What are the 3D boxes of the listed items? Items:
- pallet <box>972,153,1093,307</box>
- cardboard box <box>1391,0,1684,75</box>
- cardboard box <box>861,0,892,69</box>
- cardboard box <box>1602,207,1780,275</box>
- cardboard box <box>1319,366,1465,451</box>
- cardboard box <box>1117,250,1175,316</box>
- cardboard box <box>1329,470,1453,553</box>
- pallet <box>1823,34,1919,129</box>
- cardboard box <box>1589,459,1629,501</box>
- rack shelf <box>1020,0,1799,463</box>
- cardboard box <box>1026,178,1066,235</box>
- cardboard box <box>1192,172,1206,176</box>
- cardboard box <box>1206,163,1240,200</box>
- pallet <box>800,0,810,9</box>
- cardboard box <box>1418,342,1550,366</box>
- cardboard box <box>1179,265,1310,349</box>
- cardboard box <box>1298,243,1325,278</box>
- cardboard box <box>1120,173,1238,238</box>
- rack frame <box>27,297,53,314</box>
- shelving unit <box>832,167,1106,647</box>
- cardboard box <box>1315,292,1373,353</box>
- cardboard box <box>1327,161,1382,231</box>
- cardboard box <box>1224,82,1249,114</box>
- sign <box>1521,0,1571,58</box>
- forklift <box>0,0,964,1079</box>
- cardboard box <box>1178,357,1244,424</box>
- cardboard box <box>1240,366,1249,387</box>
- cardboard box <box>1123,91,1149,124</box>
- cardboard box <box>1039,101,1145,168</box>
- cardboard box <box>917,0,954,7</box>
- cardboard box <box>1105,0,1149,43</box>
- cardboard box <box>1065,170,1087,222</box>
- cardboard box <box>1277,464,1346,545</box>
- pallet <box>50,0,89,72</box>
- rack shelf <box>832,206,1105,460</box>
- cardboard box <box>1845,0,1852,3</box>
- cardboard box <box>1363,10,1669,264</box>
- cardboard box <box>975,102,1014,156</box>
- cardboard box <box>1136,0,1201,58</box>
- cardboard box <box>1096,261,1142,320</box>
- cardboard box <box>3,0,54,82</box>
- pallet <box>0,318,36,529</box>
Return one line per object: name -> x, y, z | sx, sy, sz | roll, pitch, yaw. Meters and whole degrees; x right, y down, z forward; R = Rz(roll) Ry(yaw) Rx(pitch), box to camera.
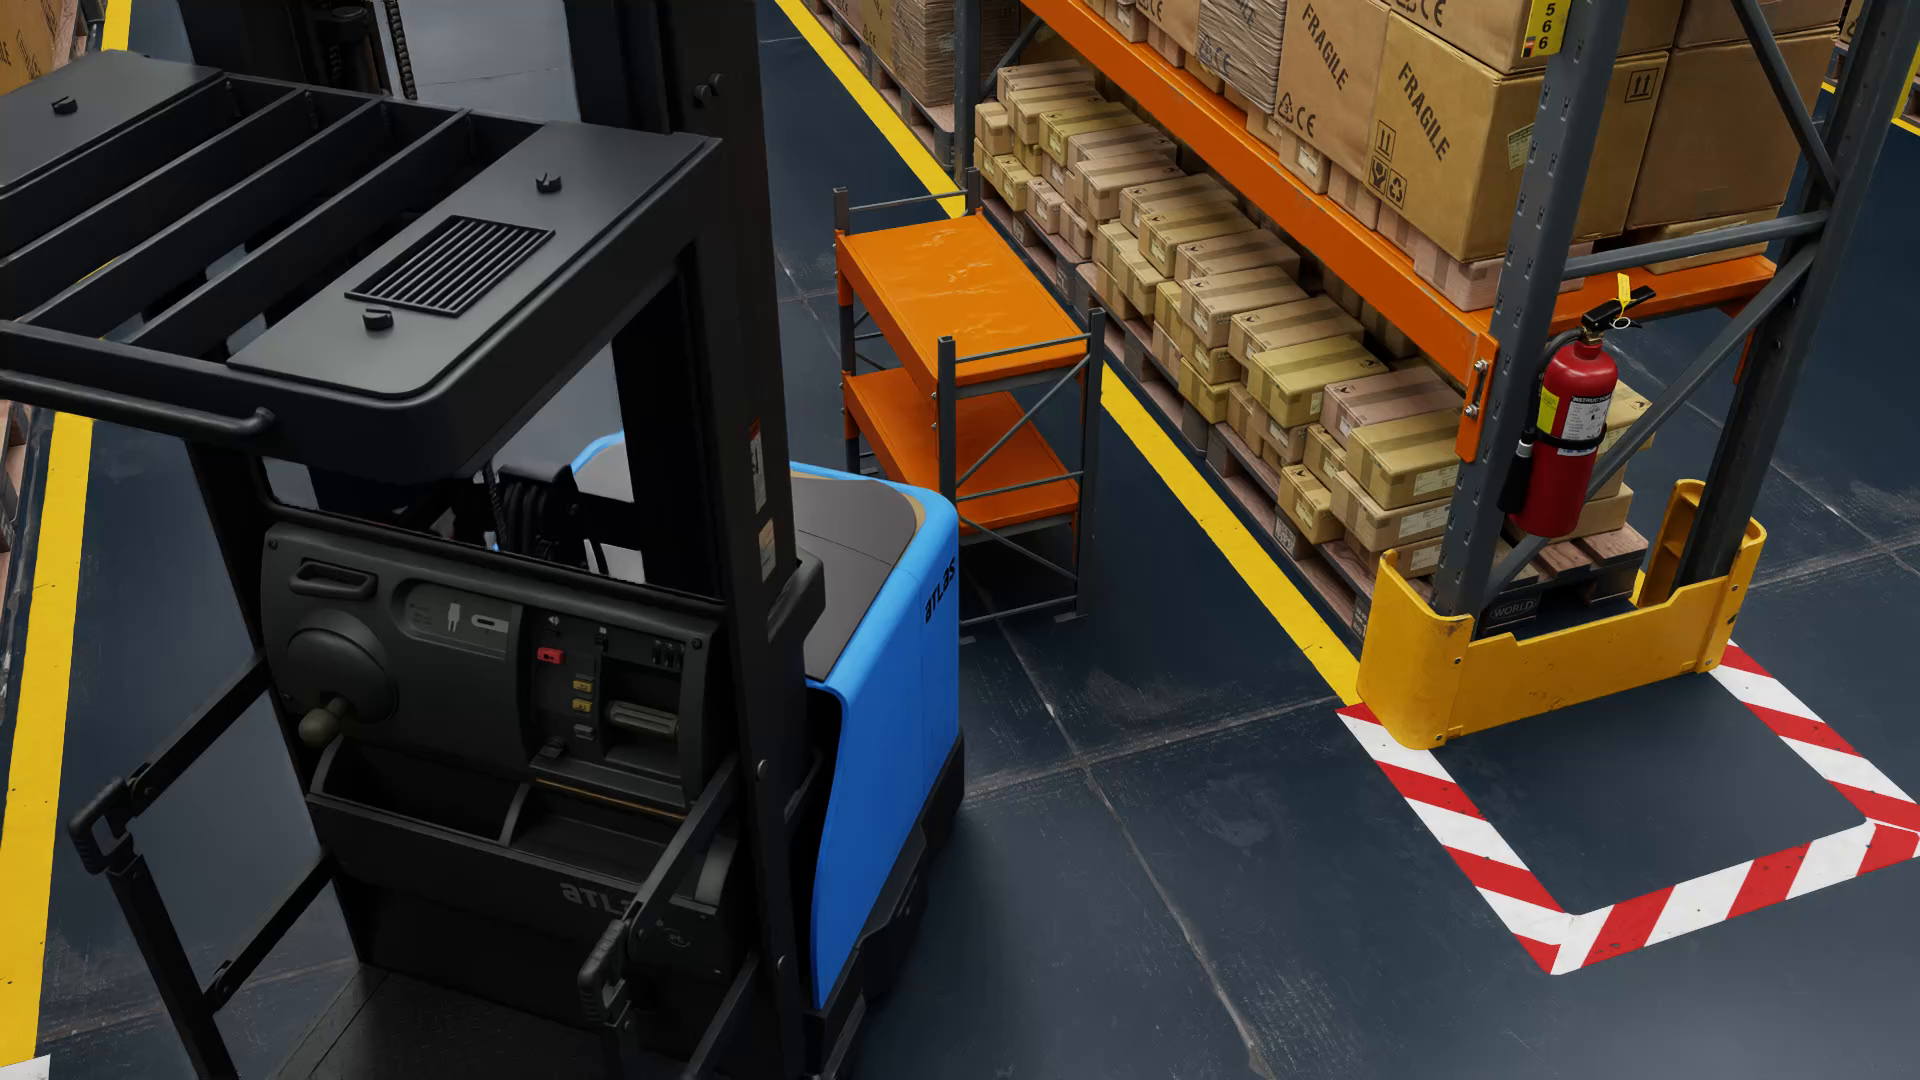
pallet -> 0.726, -1.513, 7.583 | 1.003, 0.211, 1.213 | -12, 39, -16
cardboard box -> 1.447, -1.504, 4.092 | 0.500, 0.500, 0.500 | -13, 39, -17
cardboard box -> -0.206, -2.824, 8.734 | 0.500, 0.500, 0.500 | -13, 39, -17
cardboard box -> 2.034, -0.889, 4.647 | 0.380, 0.149, 0.250 | -13, 39, -16
cardboard box -> 1.385, -0.406, 5.322 | 0.380, 0.149, 0.250 | -12, 39, -15
cardboard box -> 0.826, -1.007, 6.367 | 0.380, 0.149, 0.250 | -12, 39, -15
cardboard box -> 1.389, -0.126, 5.197 | 0.380, 0.149, 0.250 | -13, 39, -17
pallet -> 5.342, -2.409, 8.772 | 1.003, 0.211, 1.213 | -12, 39, -16
cardboard box -> 1.899, -0.236, 5.343 | 0.380, 0.149, 0.250 | -11, 38, -14
rack shelf -> 1.150, -1.581, 5.954 | 1.077, 0.370, 4.000 | -12, 39, -16
cardboard box -> 0.511, -1.475, 7.236 | 0.380, 0.149, 0.250 | -13, 39, -16
cardboard box -> 1.182, -1.434, 6.934 | 0.380, 0.149, 0.250 | -12, 38, -15
cardboard box -> 1.242, -1.546, 6.836 | 0.380, 0.149, 0.250 | -14, 39, -18
pallet -> -0.647, -3.703, 10.490 | 1.003, 0.211, 1.213 | -12, 39, -16
cardboard box -> 1.803, -0.672, 5.674 | 0.380, 0.149, 0.250 | -13, 39, -16
cardboard box -> 1.003, -0.826, 5.879 | 0.380, 0.149, 0.250 | -11, 38, -14
cardboard box -> 1.505, -1.111, 6.258 | 0.380, 0.149, 0.250 | -12, 39, -15
cardboard box -> 0.851, -1.287, 6.492 | 0.380, 0.149, 0.250 | -14, 39, -18
rack frame -> -4.151, -1.917, 5.801 | 1.000, 3.000, 0.127 | -12, 39, -16
shelving unit -> 0.002, -0.445, 5.407 | 0.538, 1.125, 1.048 | -12, 39, -16
cardboard box -> 1.523, -0.820, 6.119 | 0.380, 0.149, 0.250 | -14, 39, -18
cardboard box -> 1.310, -1.051, 4.861 | 0.380, 0.149, 0.250 | -13, 39, -16
cardboard box -> 1.100, -1.510, 5.471 | 0.380, 0.149, 0.250 | -14, 39, -18
sign -> 1.310, -1.224, 3.657 | 0.100, 0.325, 0.005 | -12, 39, -16
forklift -> -0.950, 0.314, 2.898 | 1.130, 2.935, 3.031 | 12, 39, 15
cardboard box -> 1.024, -0.581, 6.049 | 0.380, 0.149, 0.250 | -14, 39, -18
cardboard box -> 1.212, -0.592, 5.816 | 0.380, 0.149, 0.250 | -13, 39, -16
cardboard box -> 0.954, -1.982, 7.414 | 0.380, 0.149, 0.250 | -12, 39, -15
cardboard box -> 0.558, -1.727, 7.076 | 0.380, 0.149, 0.250 | -13, 39, -17
cardboard box -> -0.032, -2.836, 8.127 | 0.500, 0.250, 0.500 | -13, 39, -17
cardboard box -> 0.751, -1.937, 6.037 | 0.380, 0.149, 0.250 | -11, 38, -14
cardboard box -> 0.665, -1.468, 6.979 | 0.380, 0.149, 0.250 | -14, 39, -18
cardboard box -> 1.278, -0.146, 5.472 | 0.380, 0.149, 0.250 | -11, 38, -15
pallet -> -5.327, -2.601, 9.028 | 1.003, 0.211, 1.213 | -12, 39, -16
rack shelf -> 0.002, -0.679, 5.230 | 0.538, 0.278, 1.000 | -12, 39, -16
cardboard box -> 4.914, -3.645, 9.513 | 1.225, 0.875, 0.875 | -12, 39, -16
cardboard box -> 1.442, -1.098, 4.385 | 0.500, 0.500, 0.500 | -12, 39, -15
cardboard box -> 0.286, -1.875, 7.520 | 0.380, 0.149, 0.250 | -11, 38, -14
cardboard box -> 0.924, -1.959, 5.527 | 0.500, 0.500, 0.500 | -11, 38, -14
cardboard box -> 0.770, -1.031, 6.646 | 0.380, 0.149, 0.250 | -13, 39, -17
cardboard box -> -5.065, -2.583, 8.103 | 0.875, 0.875, 0.875 | -12, 39, -15
pallet -> -3.963, -0.357, 6.049 | 1.003, 0.211, 1.213 | -12, 39, -16
